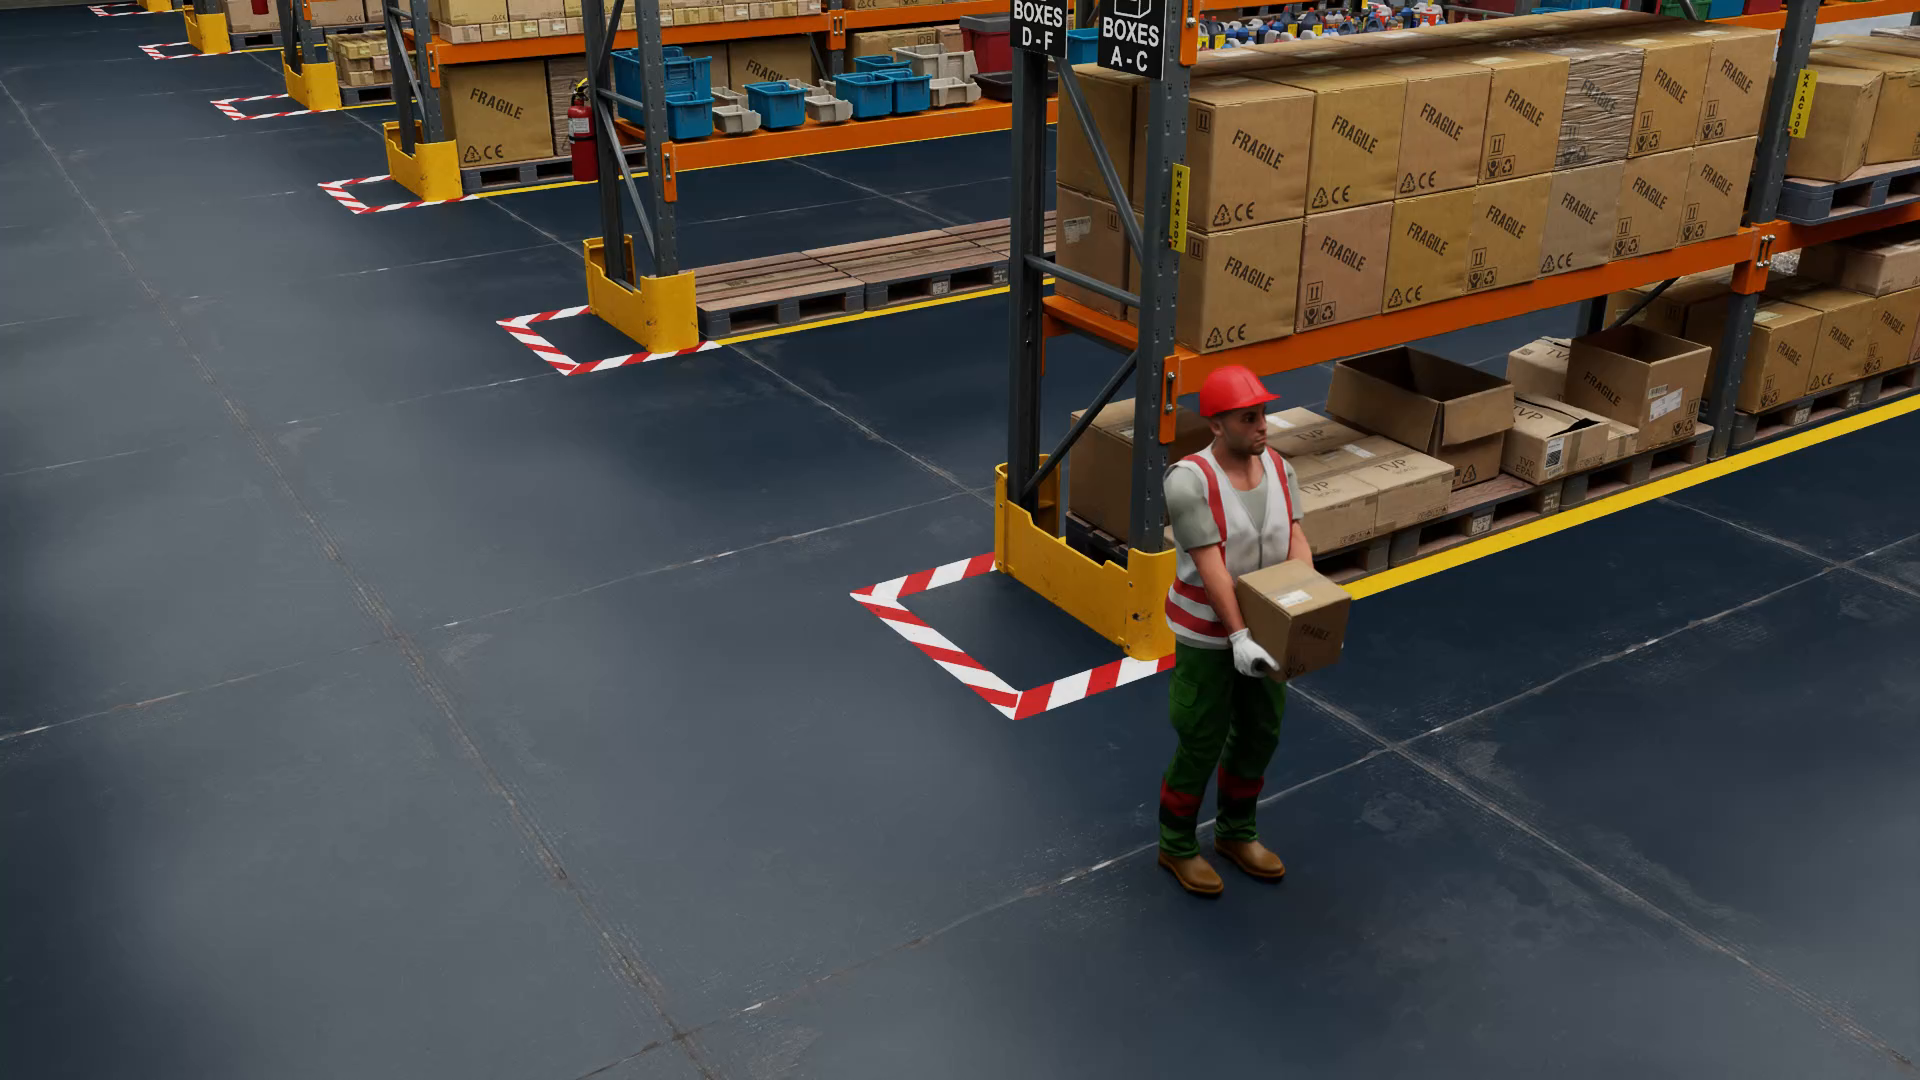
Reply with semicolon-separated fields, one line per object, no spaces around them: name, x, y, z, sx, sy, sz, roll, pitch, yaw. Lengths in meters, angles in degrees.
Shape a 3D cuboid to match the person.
person;0.936;0.335;5.365;0.493;1.782;0.571;-15;29;-29
